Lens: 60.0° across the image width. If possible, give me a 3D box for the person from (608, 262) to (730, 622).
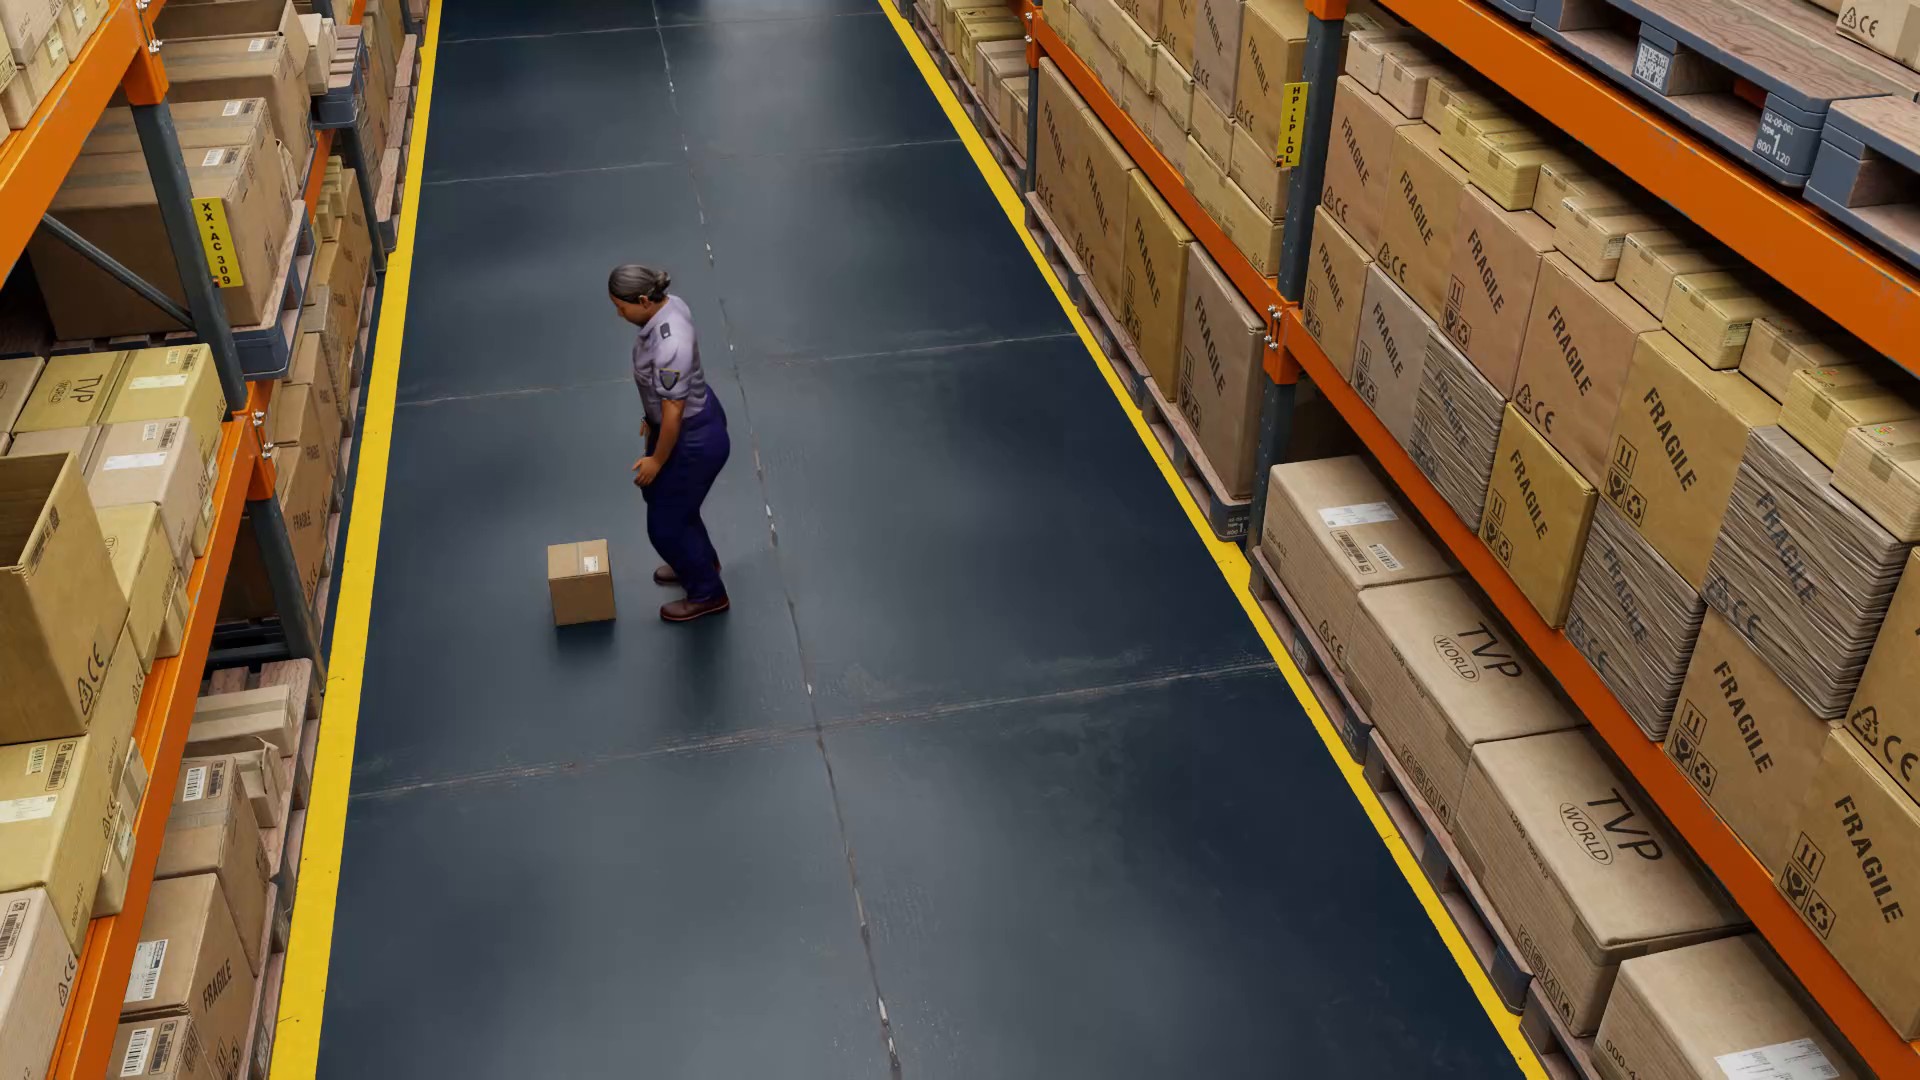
[{"bbox_3d":[-1.147,-0.404,6.801,0.407,1.599,0.500,-6,35,-9],"label":"person"}]
